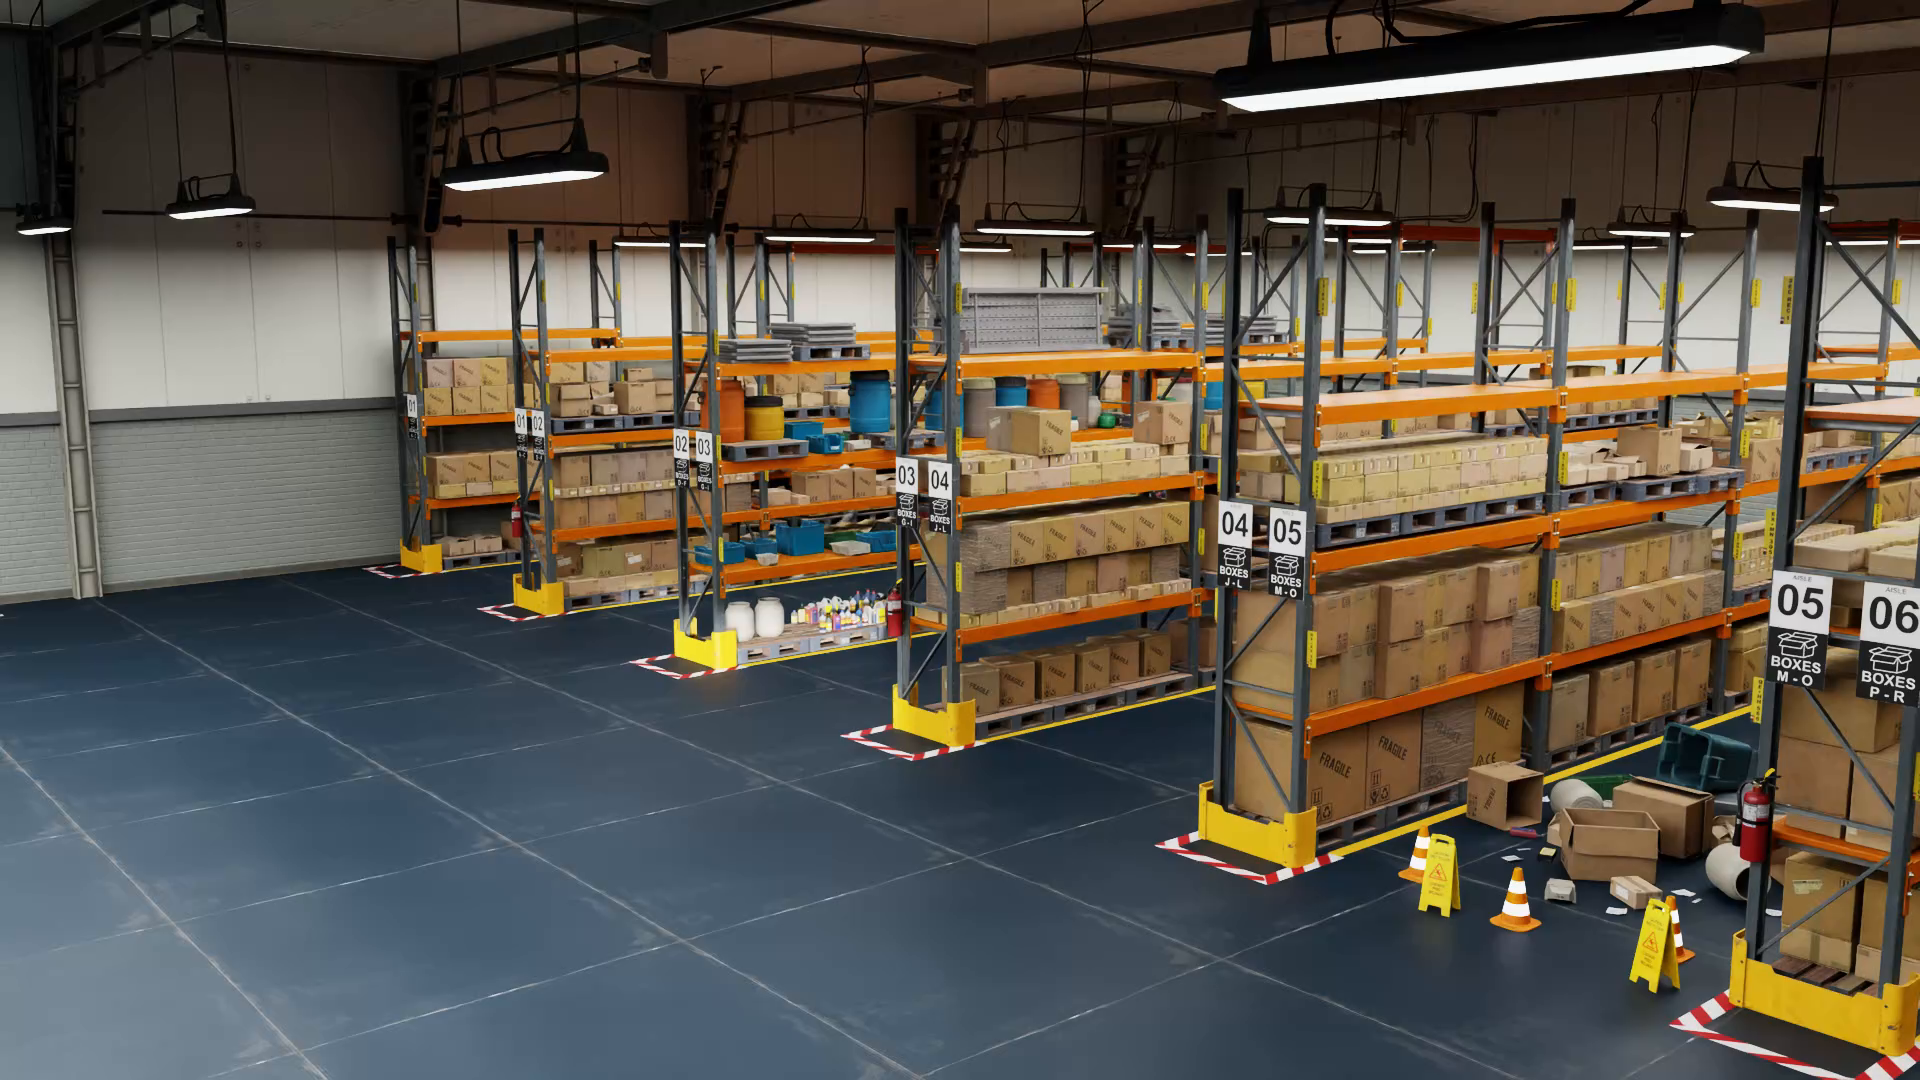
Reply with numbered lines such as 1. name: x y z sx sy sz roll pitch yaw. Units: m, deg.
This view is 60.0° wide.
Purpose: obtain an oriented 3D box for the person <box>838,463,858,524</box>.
1. person: -2.328 -0.945 33.935 0.456 1.708 0.609 -1 9 -9
